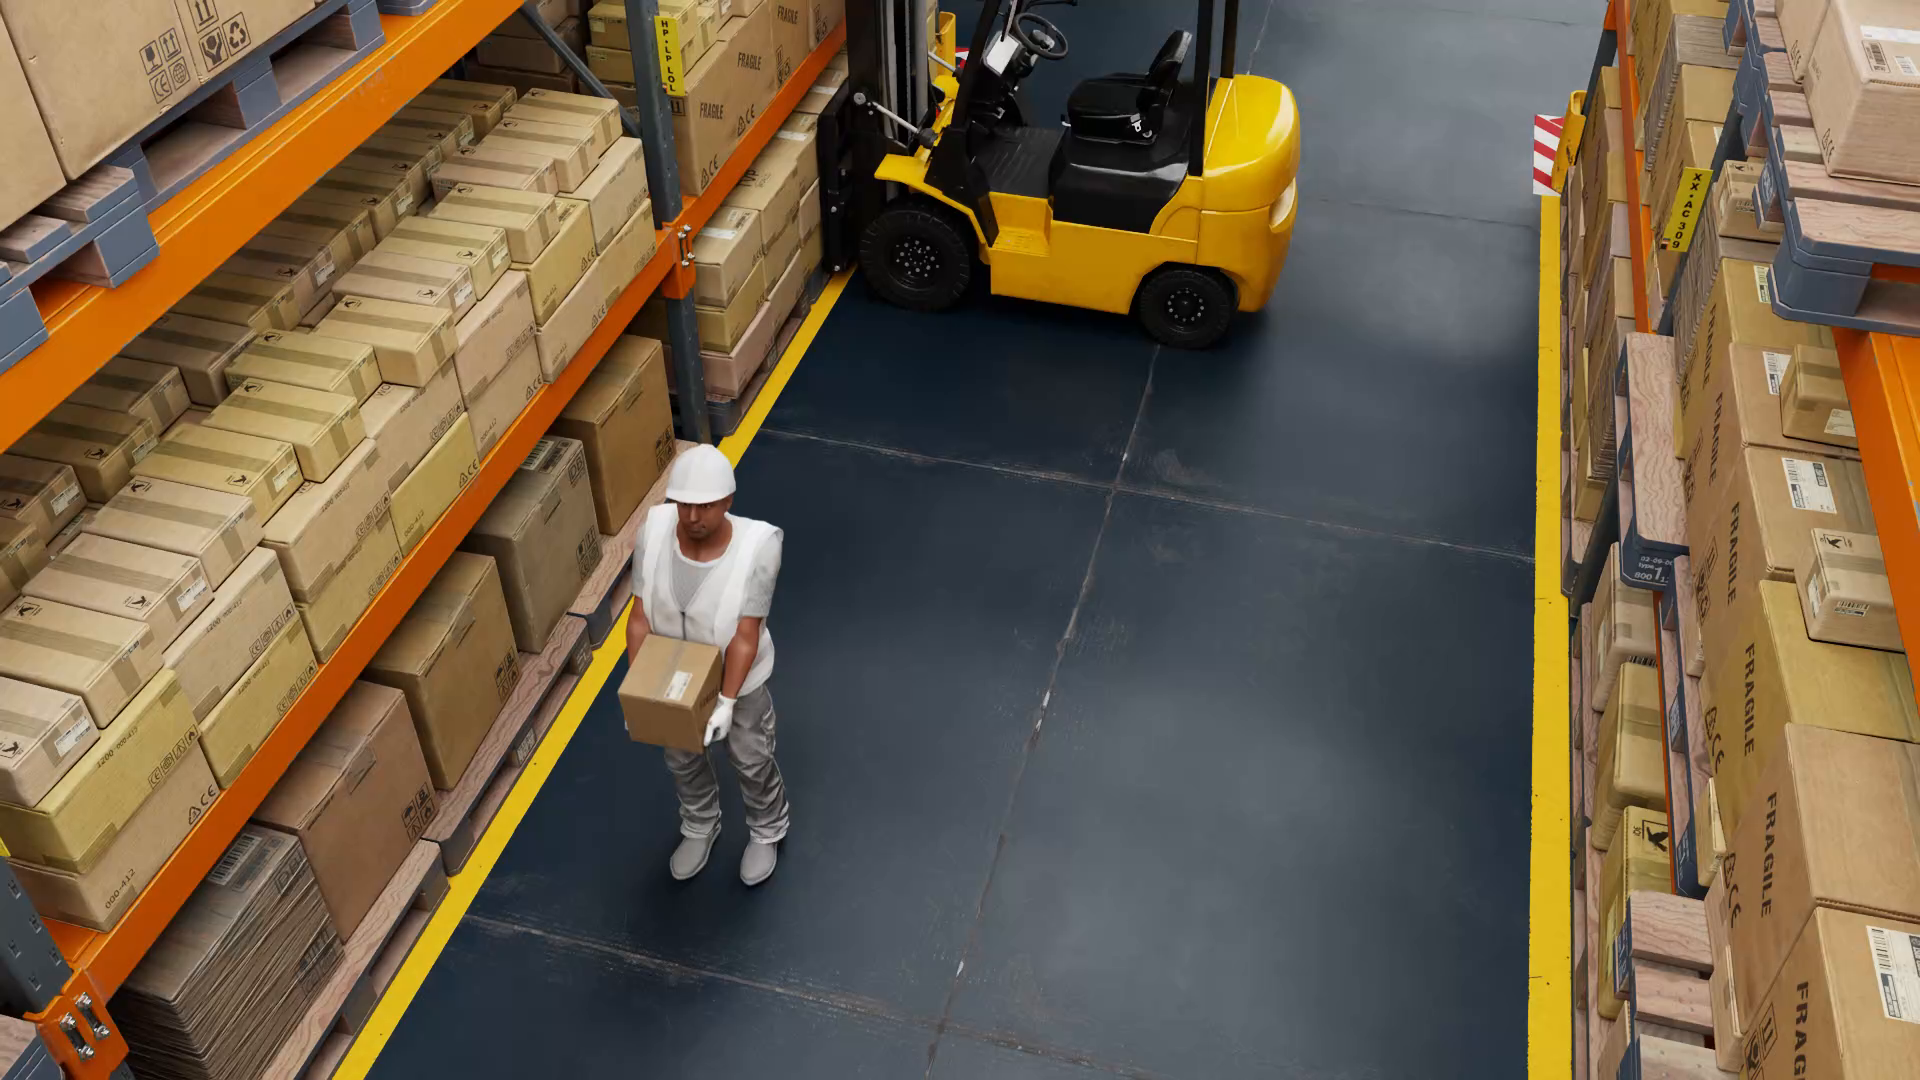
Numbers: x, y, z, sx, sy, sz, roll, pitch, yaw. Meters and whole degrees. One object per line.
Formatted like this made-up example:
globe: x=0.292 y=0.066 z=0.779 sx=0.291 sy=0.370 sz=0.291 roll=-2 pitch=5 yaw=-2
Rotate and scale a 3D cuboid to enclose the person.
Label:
person: x=-0.851 y=0.502 z=5.562 sx=0.487 sy=1.778 sz=0.575 roll=10 pitch=42 yaw=11
